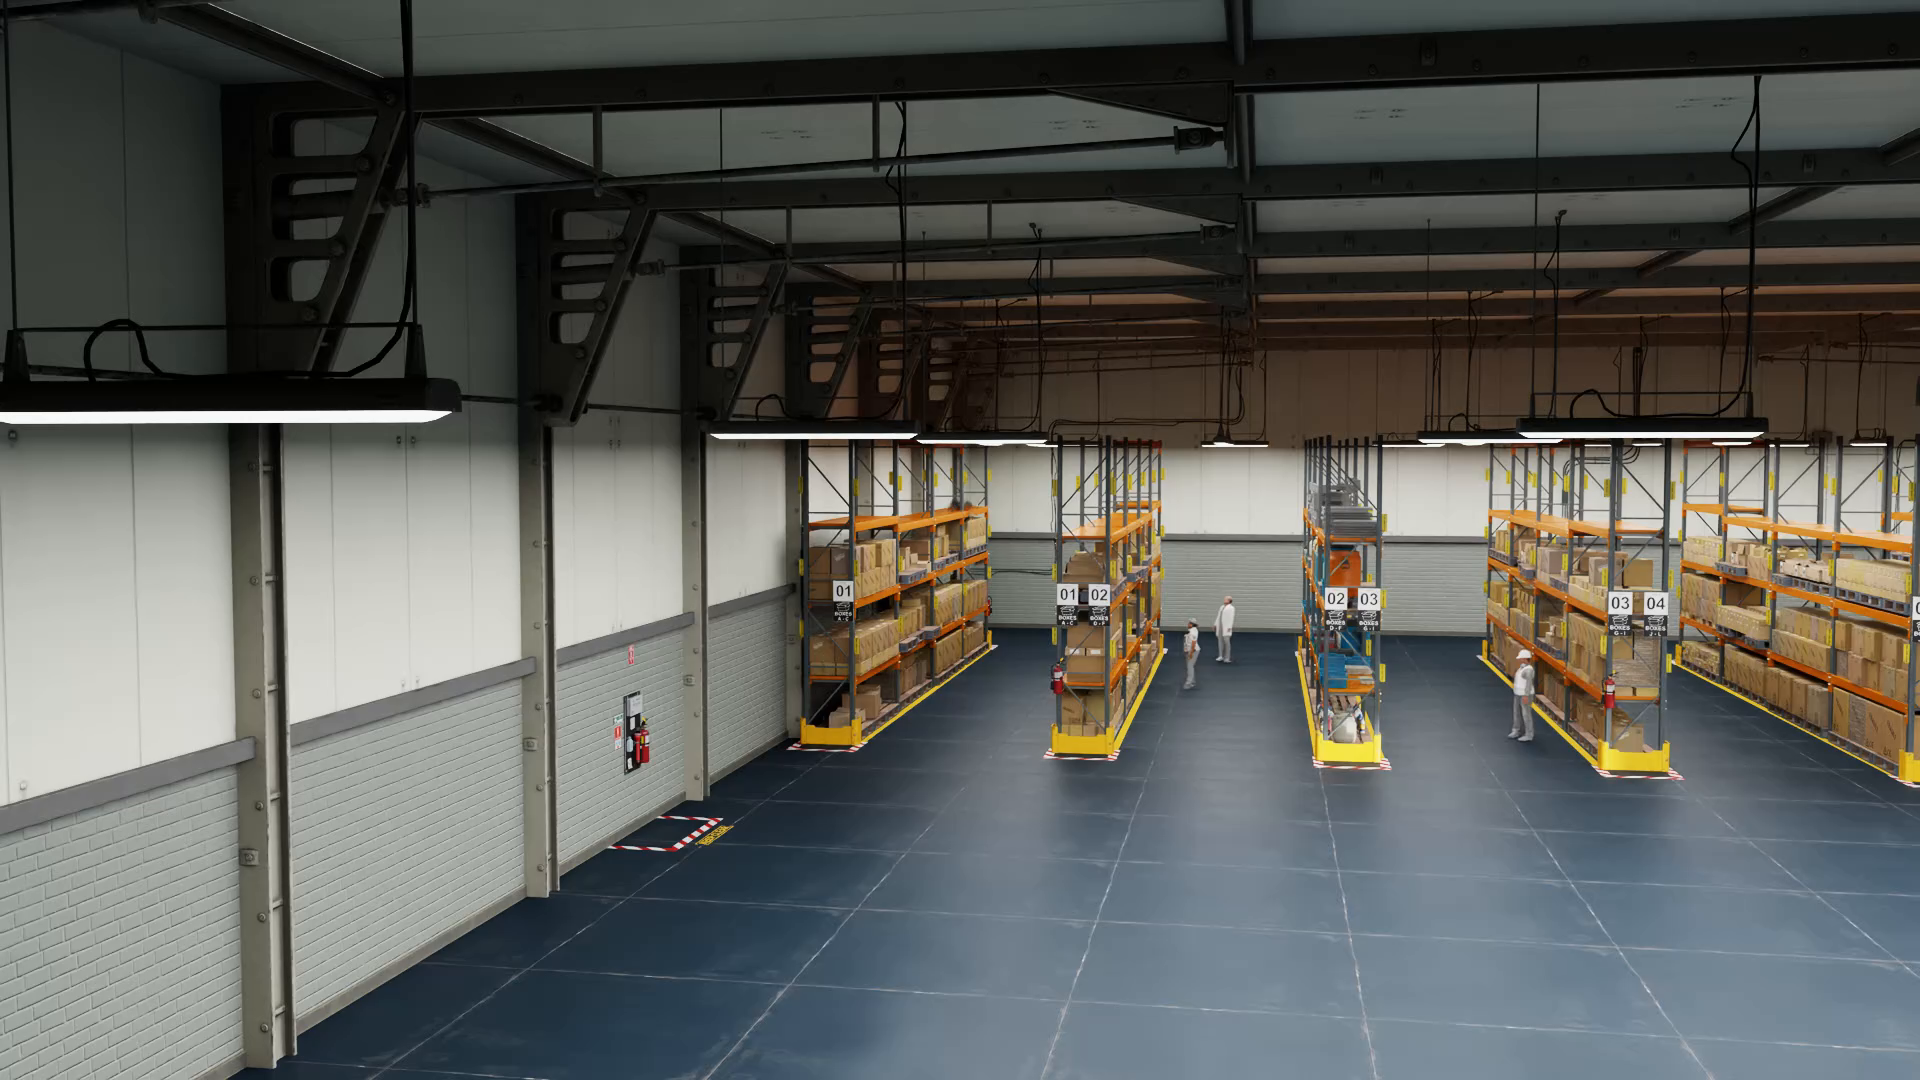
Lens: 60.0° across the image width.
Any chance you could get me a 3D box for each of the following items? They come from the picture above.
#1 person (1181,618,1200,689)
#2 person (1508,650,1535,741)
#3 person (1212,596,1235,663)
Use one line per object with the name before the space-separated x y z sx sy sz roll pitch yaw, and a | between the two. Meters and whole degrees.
person | 5.526 2.726 40.173 0.519 1.675 0.529 -1 3 -13
person | 11.114 3.055 32.868 0.455 1.769 0.588 0 3 -5
person | 7.144 2.431 45.135 0.513 1.842 0.633 -3 4 -44
